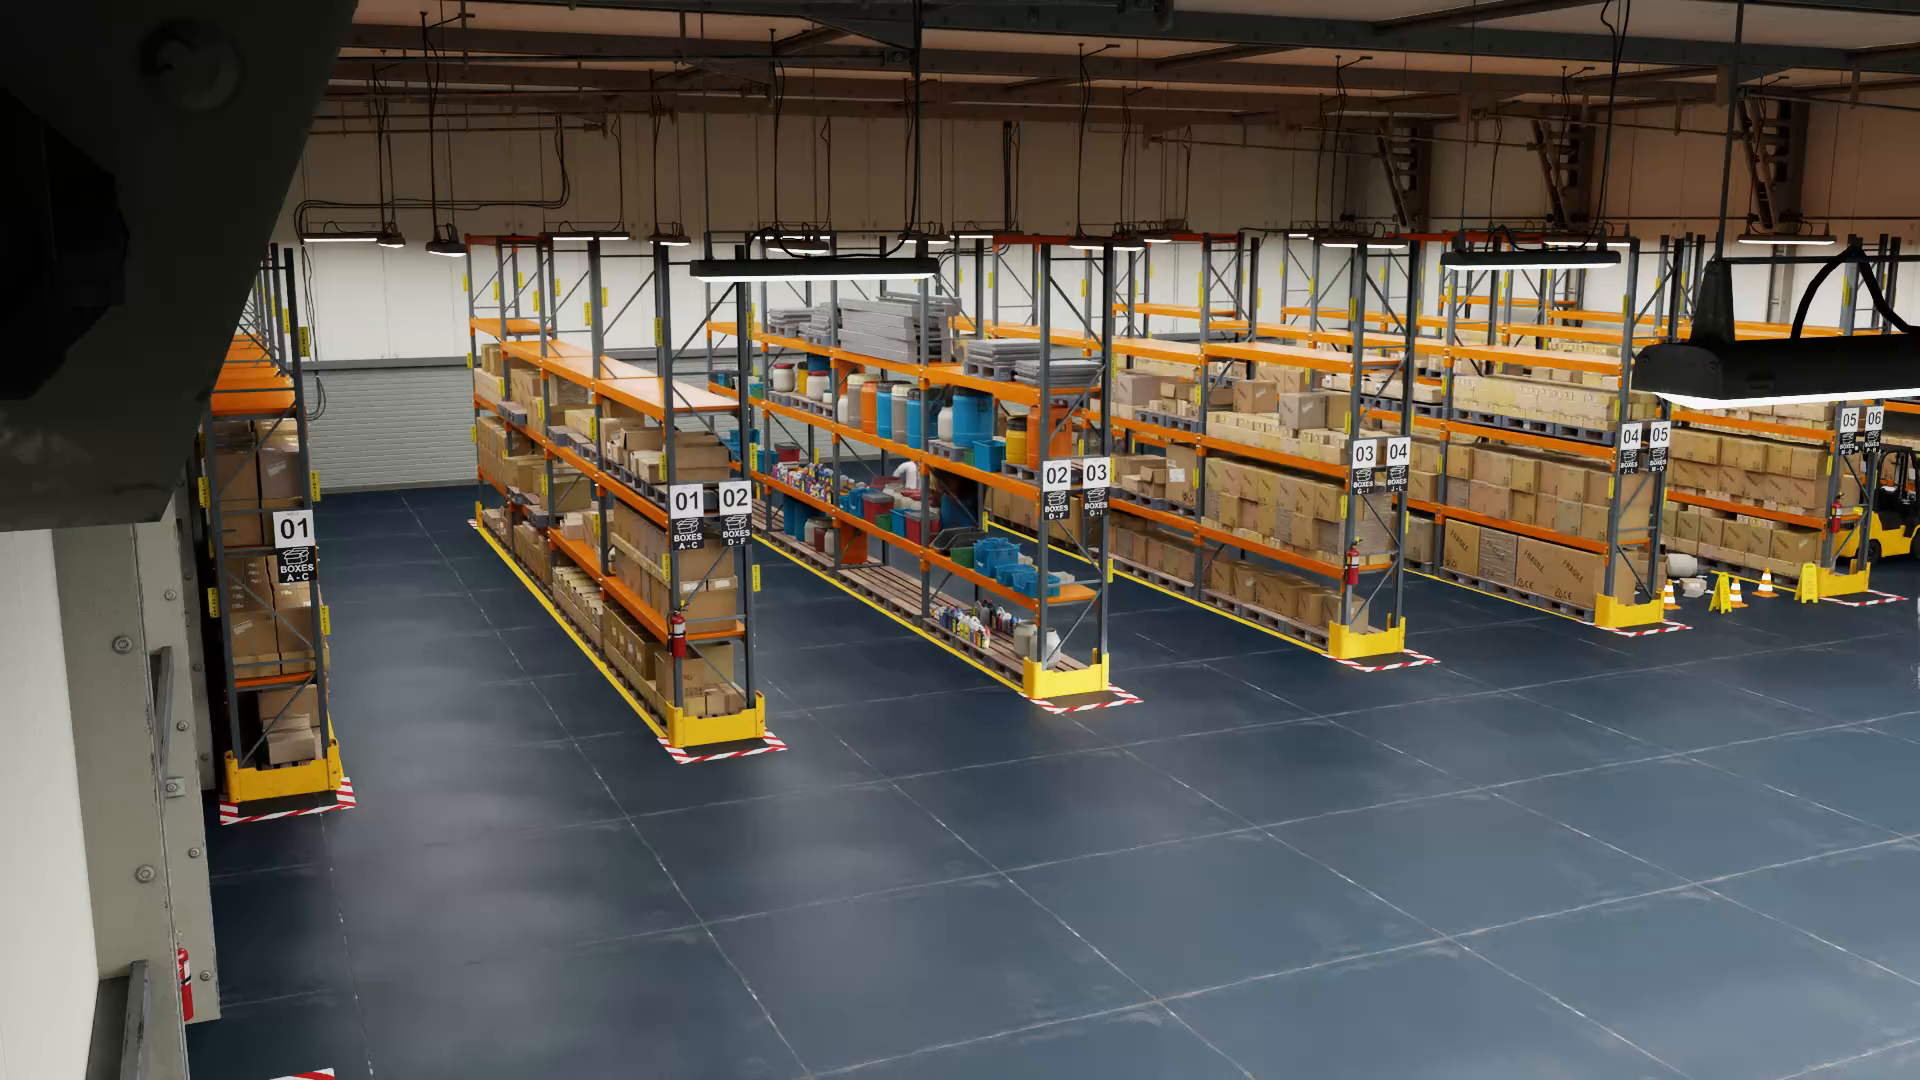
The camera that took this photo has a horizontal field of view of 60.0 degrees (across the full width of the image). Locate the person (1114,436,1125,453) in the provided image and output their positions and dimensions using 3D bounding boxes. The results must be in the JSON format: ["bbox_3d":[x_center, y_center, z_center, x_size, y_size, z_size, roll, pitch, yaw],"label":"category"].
[{"bbox_3d":[4.116,-2.583,41.988,0.599,1.731,0.713,5,12,25],"label":"person"}]

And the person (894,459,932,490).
[{"bbox_3d":[-0.887,-0.894,33.113,0.667,1.820,0.889,-8,14,-36],"label":"person"}]
